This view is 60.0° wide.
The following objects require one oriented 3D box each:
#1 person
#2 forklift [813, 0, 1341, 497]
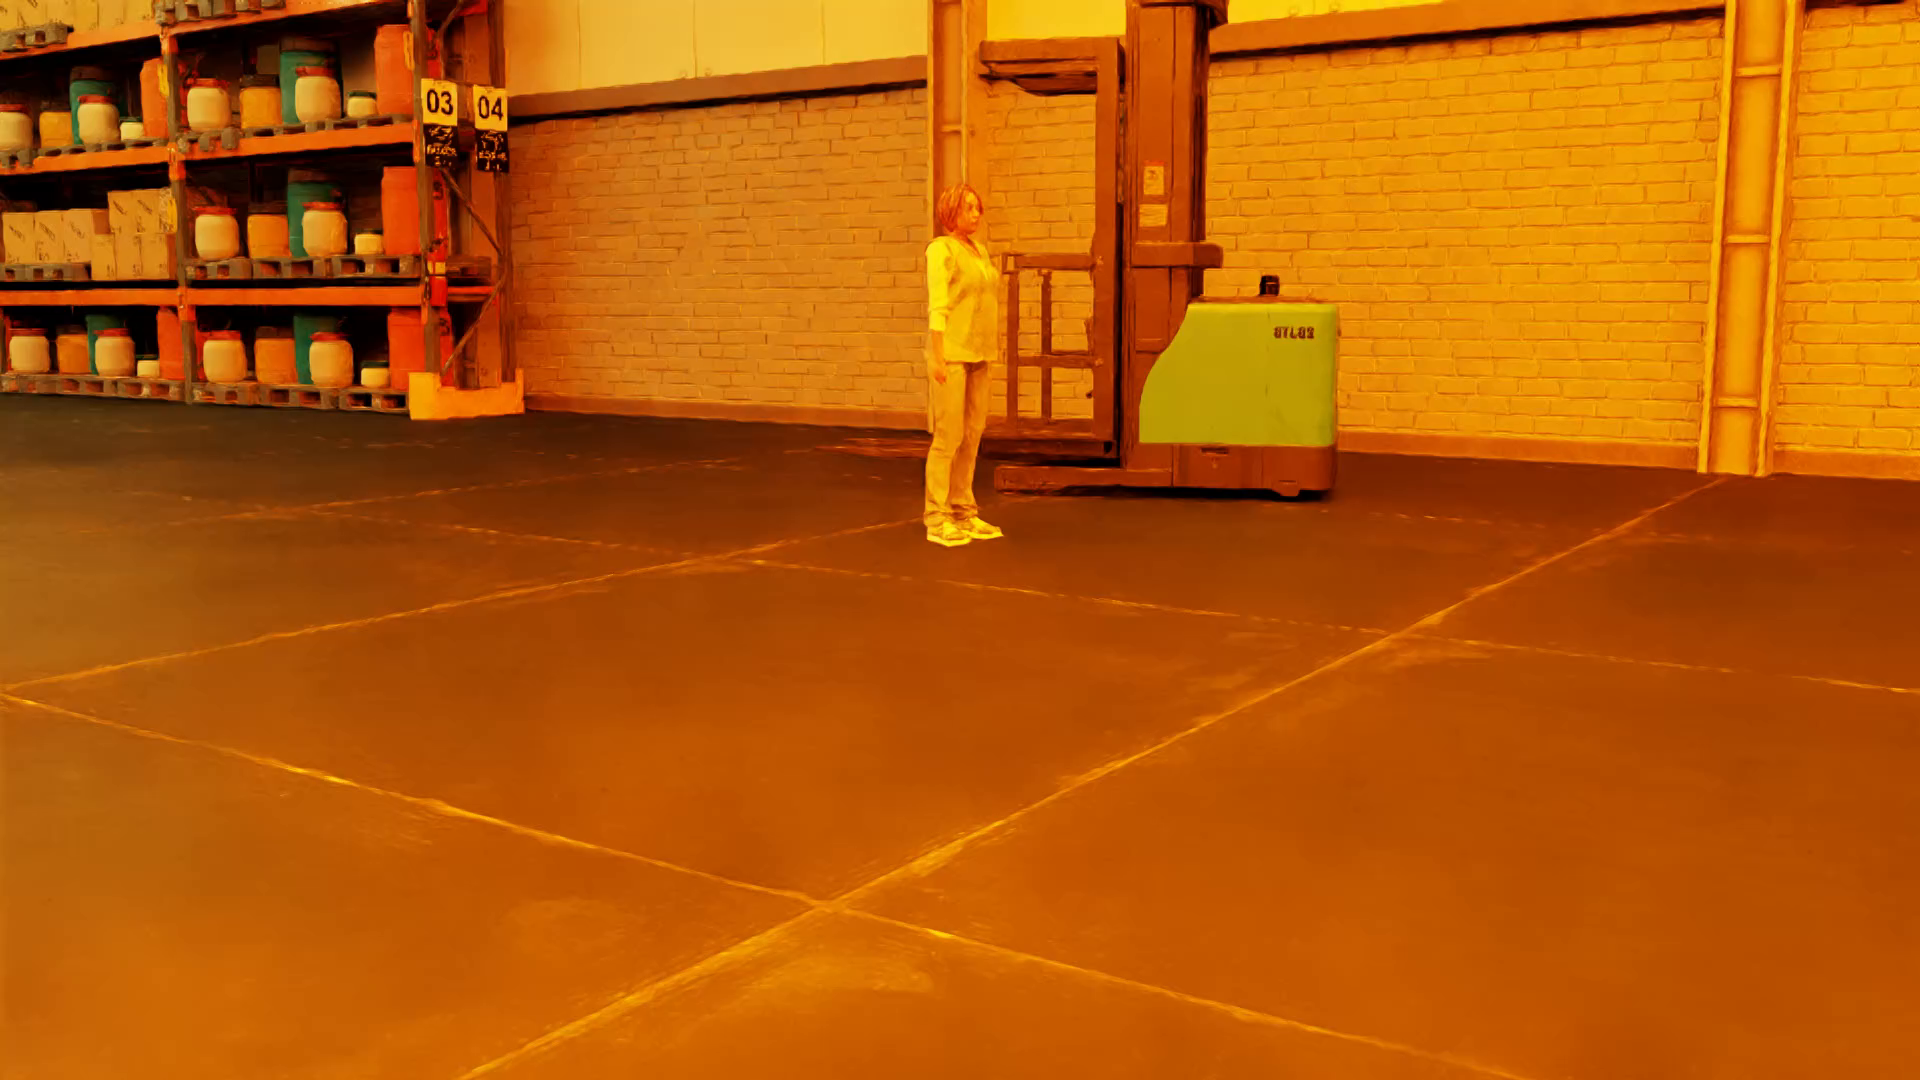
[{"bbox_3d":[0.008,-0.791,7.486,0.310,1.604,0.405,5,10,34],"label":"person"},{"bbox_3d":[0.673,-1.772,9.651,3.031,2.935,1.130,2,8,14],"label":"forklift"}]
